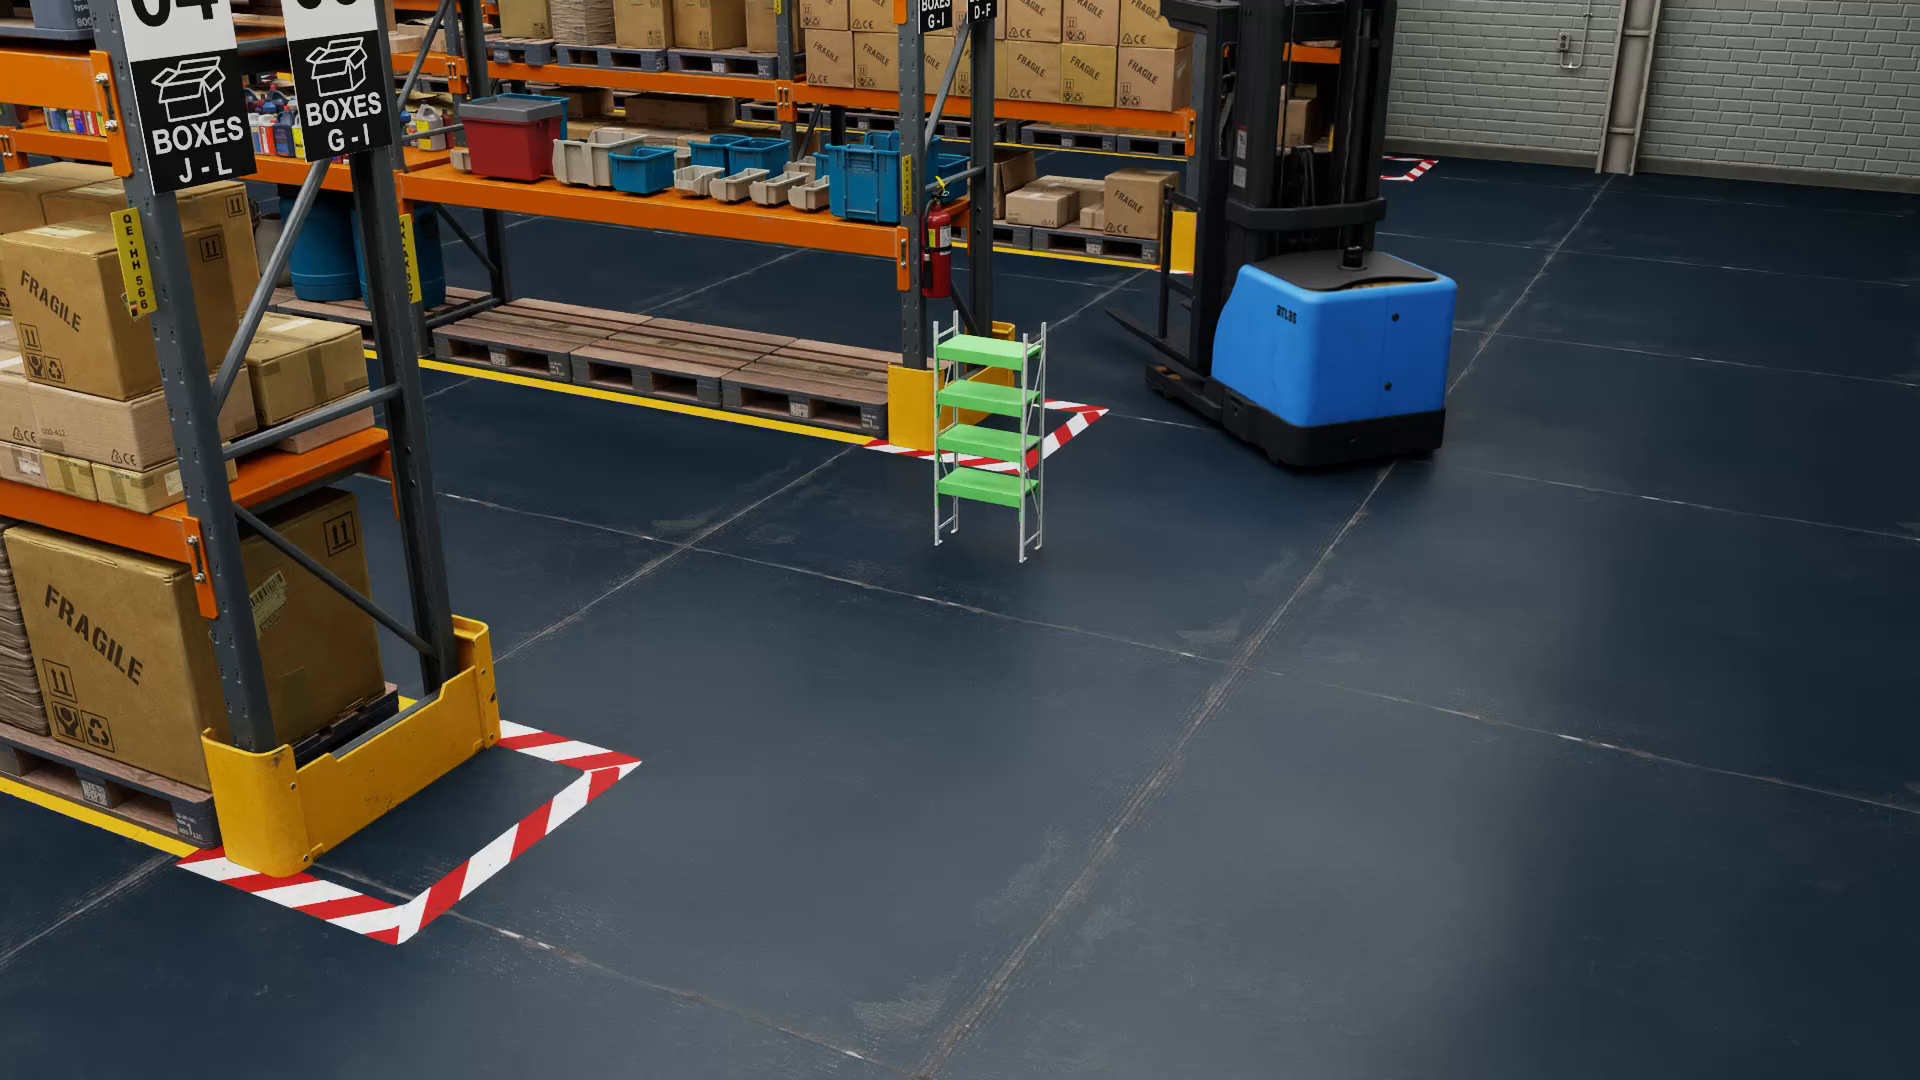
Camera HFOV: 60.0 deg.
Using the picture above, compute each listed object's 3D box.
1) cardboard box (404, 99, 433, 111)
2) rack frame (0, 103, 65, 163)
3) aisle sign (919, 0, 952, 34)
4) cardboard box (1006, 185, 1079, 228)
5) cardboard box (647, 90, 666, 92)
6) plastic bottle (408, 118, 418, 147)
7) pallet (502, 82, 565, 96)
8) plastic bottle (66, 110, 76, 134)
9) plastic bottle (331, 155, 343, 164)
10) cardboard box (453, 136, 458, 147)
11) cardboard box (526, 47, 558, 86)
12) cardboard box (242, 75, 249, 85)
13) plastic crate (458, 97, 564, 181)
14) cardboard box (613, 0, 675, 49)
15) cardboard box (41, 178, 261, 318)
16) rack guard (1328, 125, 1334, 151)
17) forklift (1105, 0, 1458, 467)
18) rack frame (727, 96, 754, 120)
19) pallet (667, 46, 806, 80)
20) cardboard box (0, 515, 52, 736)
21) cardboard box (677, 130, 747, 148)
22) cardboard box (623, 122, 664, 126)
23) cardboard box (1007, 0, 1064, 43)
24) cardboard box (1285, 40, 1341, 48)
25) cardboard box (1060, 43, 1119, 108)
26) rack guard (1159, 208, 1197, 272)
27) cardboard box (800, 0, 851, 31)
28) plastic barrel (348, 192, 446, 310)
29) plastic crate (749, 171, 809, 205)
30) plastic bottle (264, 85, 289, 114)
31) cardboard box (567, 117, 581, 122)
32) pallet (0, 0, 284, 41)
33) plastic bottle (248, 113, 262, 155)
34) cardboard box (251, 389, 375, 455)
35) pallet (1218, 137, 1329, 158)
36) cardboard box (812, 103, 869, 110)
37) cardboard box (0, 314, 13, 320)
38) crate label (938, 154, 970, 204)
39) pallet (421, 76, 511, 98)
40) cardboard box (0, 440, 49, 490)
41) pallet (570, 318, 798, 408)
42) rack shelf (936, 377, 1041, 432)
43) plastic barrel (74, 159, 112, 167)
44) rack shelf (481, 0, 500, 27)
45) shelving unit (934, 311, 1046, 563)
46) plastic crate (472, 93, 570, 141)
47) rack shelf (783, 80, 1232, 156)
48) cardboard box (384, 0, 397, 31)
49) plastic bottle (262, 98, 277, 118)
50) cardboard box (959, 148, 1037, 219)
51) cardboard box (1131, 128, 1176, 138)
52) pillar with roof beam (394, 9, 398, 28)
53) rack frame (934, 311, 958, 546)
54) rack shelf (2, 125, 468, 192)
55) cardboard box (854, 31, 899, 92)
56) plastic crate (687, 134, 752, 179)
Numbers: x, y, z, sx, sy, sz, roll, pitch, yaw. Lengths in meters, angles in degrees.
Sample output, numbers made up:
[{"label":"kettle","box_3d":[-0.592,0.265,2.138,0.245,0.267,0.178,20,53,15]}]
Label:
[{"label":"cardboard box","box_3d":[-6.014,-4.560,17.901,0.500,0.311,0.500,11,25,24]},{"label":"rack frame","box_3d":[-7.207,-3.549,13.263,0.127,3.000,1.000,11,25,25]},{"label":"aisle sign","box_3d":[-0.135,-3.218,9.162,0.004,0.787,0.394,11,25,25]},{"label":"cardboard box","box_3d":[0.740,-2.991,14.902,0.500,0.250,0.500,11,25,25]},{"label":"cardboard box","box_3d":[-3.810,-6.302,22.368,0.500,0.500,0.700,11,25,24]},{"label":"plastic bottle","box_3d":[-4.002,-3.003,12.232,0.097,0.201,0.097,0,23,0]},{"label":"pallet","box_3d":[-5.611,-6.295,23.283,1.213,0.211,1.003,11,25,25]},{"label":"plastic bottle","box_3d":[-6.788,-3.221,12.746,0.097,0.201,0.097,0,23,0]},{"label":"plastic bottle","box_3d":[-4.362,-2.771,11.582,0.133,0.283,0.061,11,25,25]},{"label":"cardboard box","box_3d":[-5.548,-4.214,17.803,0.500,0.250,0.500,12,26,26]},{"label":"cardboard box","box_3d":[-5.642,-6.644,23.171,0.500,0.500,0.700,12,26,26]},{"label":"cardboard box","box_3d":[-8.811,-5.449,19.749,0.500,0.500,0.500,11,25,25]},{"label":"plastic crate","box_3d":[-2.953,-2.655,11.001,0.583,0.464,0.402,11,25,25]},{"label":"cardboard box","box_3d":[-3.003,-5.102,16.250,0.500,0.500,0.700,5,24,11]},{"label":"cardboard box","box_3d":[-3.055,-1.087,6.327,0.500,0.500,0.500,11,25,23]},{"label":"rack guard","box_3d":[4.424,-4.442,18.556,0.348,0.500,1.175,11,25,25]},{"label":"forklift","box_3d":[1.889,-2.319,10.459,1.130,2.935,3.031,-8,24,-18]},{"label":"rack frame","box_3d":[-2.737,-7.009,21.399,0.127,3.000,1.000,11,25,25]},{"label":"pallet","box_3d":[-2.063,-4.663,16.127,1.213,0.211,1.003,11,25,25]},{"label":"cardboard box","box_3d":[-3.721,0.132,6.785,0.875,0.875,0.875,11,25,25]},{"label":"cardboard box","box_3d":[-2.406,-3.702,16.253,0.500,0.500,0.500,11,26,25]},{"label":"cardboard box","box_3d":[-3.095,-4.066,17.109,0.500,0.500,0.500,10,25,23]},{"label":"cardboard box","box_3d":[0.734,-4.533,14.172,0.500,0.500,0.500,12,26,26]},{"label":"cardboard box","box_3d":[3.943,-5.821,18.222,0.700,0.700,0.980,12,26,27]},{"label":"cardboard box","box_3d":[1.184,-3.986,14.163,0.500,0.500,0.500,11,26,25]},{"label":"rack guard","box_3d":[2.103,-2.729,14.528,0.348,0.500,1.175,11,25,25]},{"label":"cardboard box","box_3d":[-1.105,-4.897,15.026,0.500,0.500,0.500,12,26,26]},{"label":"plastic barrel","box_3d":[-4.115,-2.173,12.170,0.708,0.901,0.600,11,25,25]},{"label":"plastic crate","box_3d":[-1.129,-2.180,10.303,0.243,0.136,0.396,11,25,25]},{"label":"plastic bottle","box_3d":[-5.226,-3.303,12.748,0.185,0.351,0.144,11,25,25]},{"label":"cardboard box","box_3d":[-4.221,-4.060,17.096,0.500,0.500,0.500,10,25,23]},{"label":"pallet","box_3d":[-2.969,-1.874,5.603,1.213,0.211,1.003,11,25,25]},{"label":"plastic bottle","box_3d":[-5.031,-2.920,11.941,0.135,0.276,0.152,11,25,25]},{"label":"cardboard box","box_3d":[-2.470,-0.469,6.341,0.250,0.149,0.380,12,26,25]},{"label":"pallet","box_3d":[3.654,-4.427,18.891,1.213,0.211,1.003,11,25,25]},{"label":"cardboard box","box_3d":[-1.361,-5.881,20.955,0.750,0.750,0.750,11,25,24]},{"label":"cardboard box","box_3d":[-3.522,-0.833,6.688,0.500,0.250,0.500,10,25,23]},{"label":"crate label","box_3d":[-0.139,-2.246,10.335,0.303,0.233,0.416,11,25,25]},{"label":"pallet","box_3d":[-6.922,-6.539,23.855,1.213,0.211,1.003,11,25,25]},{"label":"cardboard box","box_3d":[-3.226,-0.329,6.012,0.250,0.149,0.380,11,26,25]},{"label":"pallet","box_3d":[-1.870,-1.228,11.369,1.213,0.211,1.003,11,25,25]},{"label":"rack shelf","box_3d":[0.148,-0.685,8.378,0.480,0.148,0.258,11,25,25]},{"label":"plastic barrel","box_3d":[-6.762,-2.663,13.416,0.708,0.830,0.600,11,25,25]},{"label":"rack shelf","box_3d":[-4.521,-7.031,22.370,4.000,0.370,1.077,11,25,25]},{"label":"shelving unit","box_3d":[0.148,-0.523,8.446,0.503,1.200,0.258,11,25,25]},{"label":"plastic crate","box_3d":[-3.066,-2.900,11.680,0.575,0.384,0.392,11,25,25]},{"label":"rack shelf","box_3d":[0.386,-3.888,14.979,4.000,0.370,1.077,11,25,25]},{"label":"cardboard box","box_3d":[-6.473,-5.615,17.993,0.500,0.500,0.500,10,25,22]},{"label":"plastic bottle","box_3d":[-5.241,-3.217,12.646,0.097,0.271,0.097,0,23,0]},{"label":"cardboard box","box_3d":[0.280,-3.296,15.295,0.637,0.503,0.797,11,25,25]},{"label":"cardboard box","box_3d":[2.358,-4.997,19.324,0.500,0.500,0.700,12,26,26]},{"label":"pillar with roof beam","box_3d":[-10.803,-9.858,20.431,0.400,9.000,9.100,11,25,25]},{"label":"rack frame","box_3d":[-0.070,-0.566,8.548,0.015,1.200,0.240,11,25,25]},{"label":"rack shelf","box_3d":[-5.422,-2.865,12.573,4.000,0.370,1.077,11,25,25]},{"label":"cardboard box","box_3d":[-0.608,-4.344,15.003,0.500,0.500,0.500,12,26,25]},{"label":"plastic crate","box_3d":[-1.582,-2.531,11.006,0.300,0.233,0.416,11,25,25]}]
